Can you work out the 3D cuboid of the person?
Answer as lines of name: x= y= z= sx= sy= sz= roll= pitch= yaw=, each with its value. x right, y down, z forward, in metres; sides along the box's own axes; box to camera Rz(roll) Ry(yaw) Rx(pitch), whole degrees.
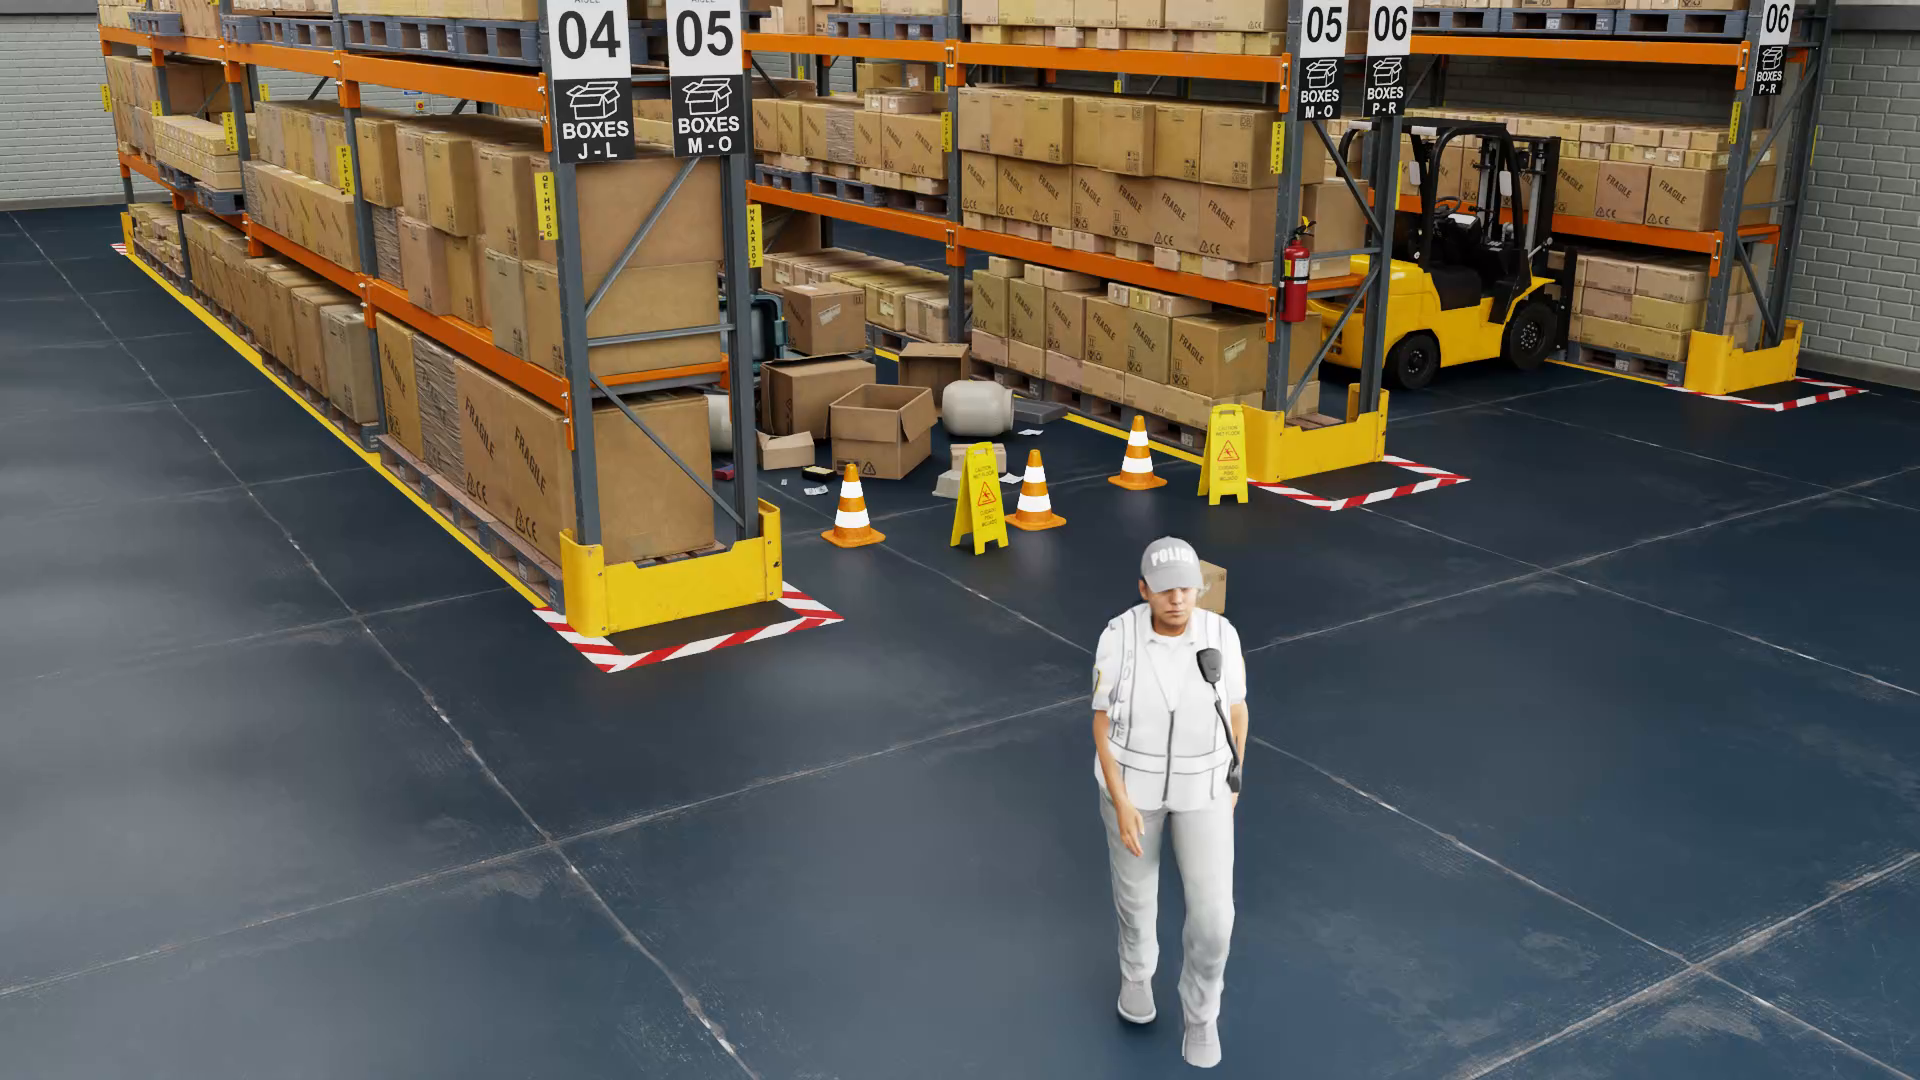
person: x=0.637 y=0.819 z=5.127 sx=0.479 sy=1.731 sz=0.547 roll=2 pitch=18 yaw=6
